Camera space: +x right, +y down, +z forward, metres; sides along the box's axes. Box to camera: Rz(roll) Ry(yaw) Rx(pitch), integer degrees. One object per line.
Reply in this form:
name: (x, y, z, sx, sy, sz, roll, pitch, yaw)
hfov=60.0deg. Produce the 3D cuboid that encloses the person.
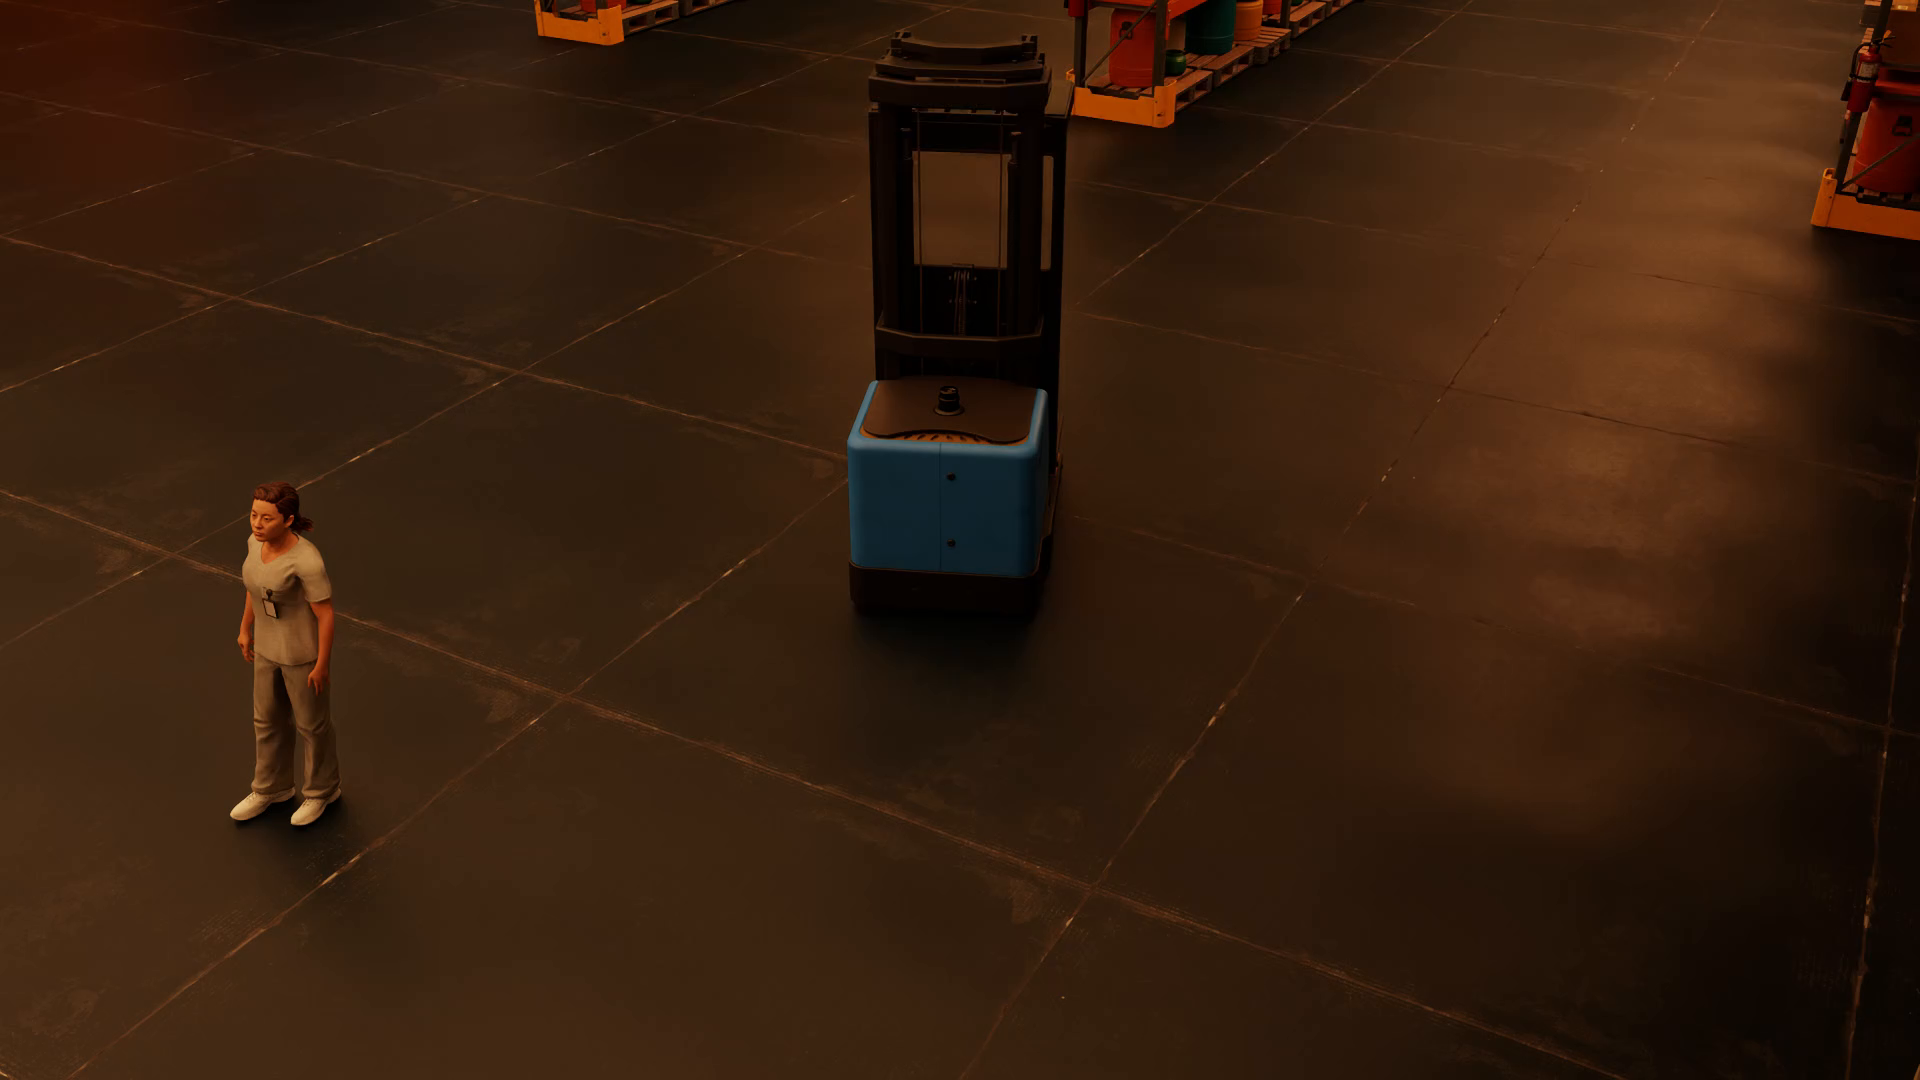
person: (-3.030, 0.532, 7.400, 0.550, 1.663, 0.548, 16, 34, 26)

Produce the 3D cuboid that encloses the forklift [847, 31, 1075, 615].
forklift: (0.072, -1.572, 9.794, 1.130, 2.935, 3.031, 3, 30, 6)
